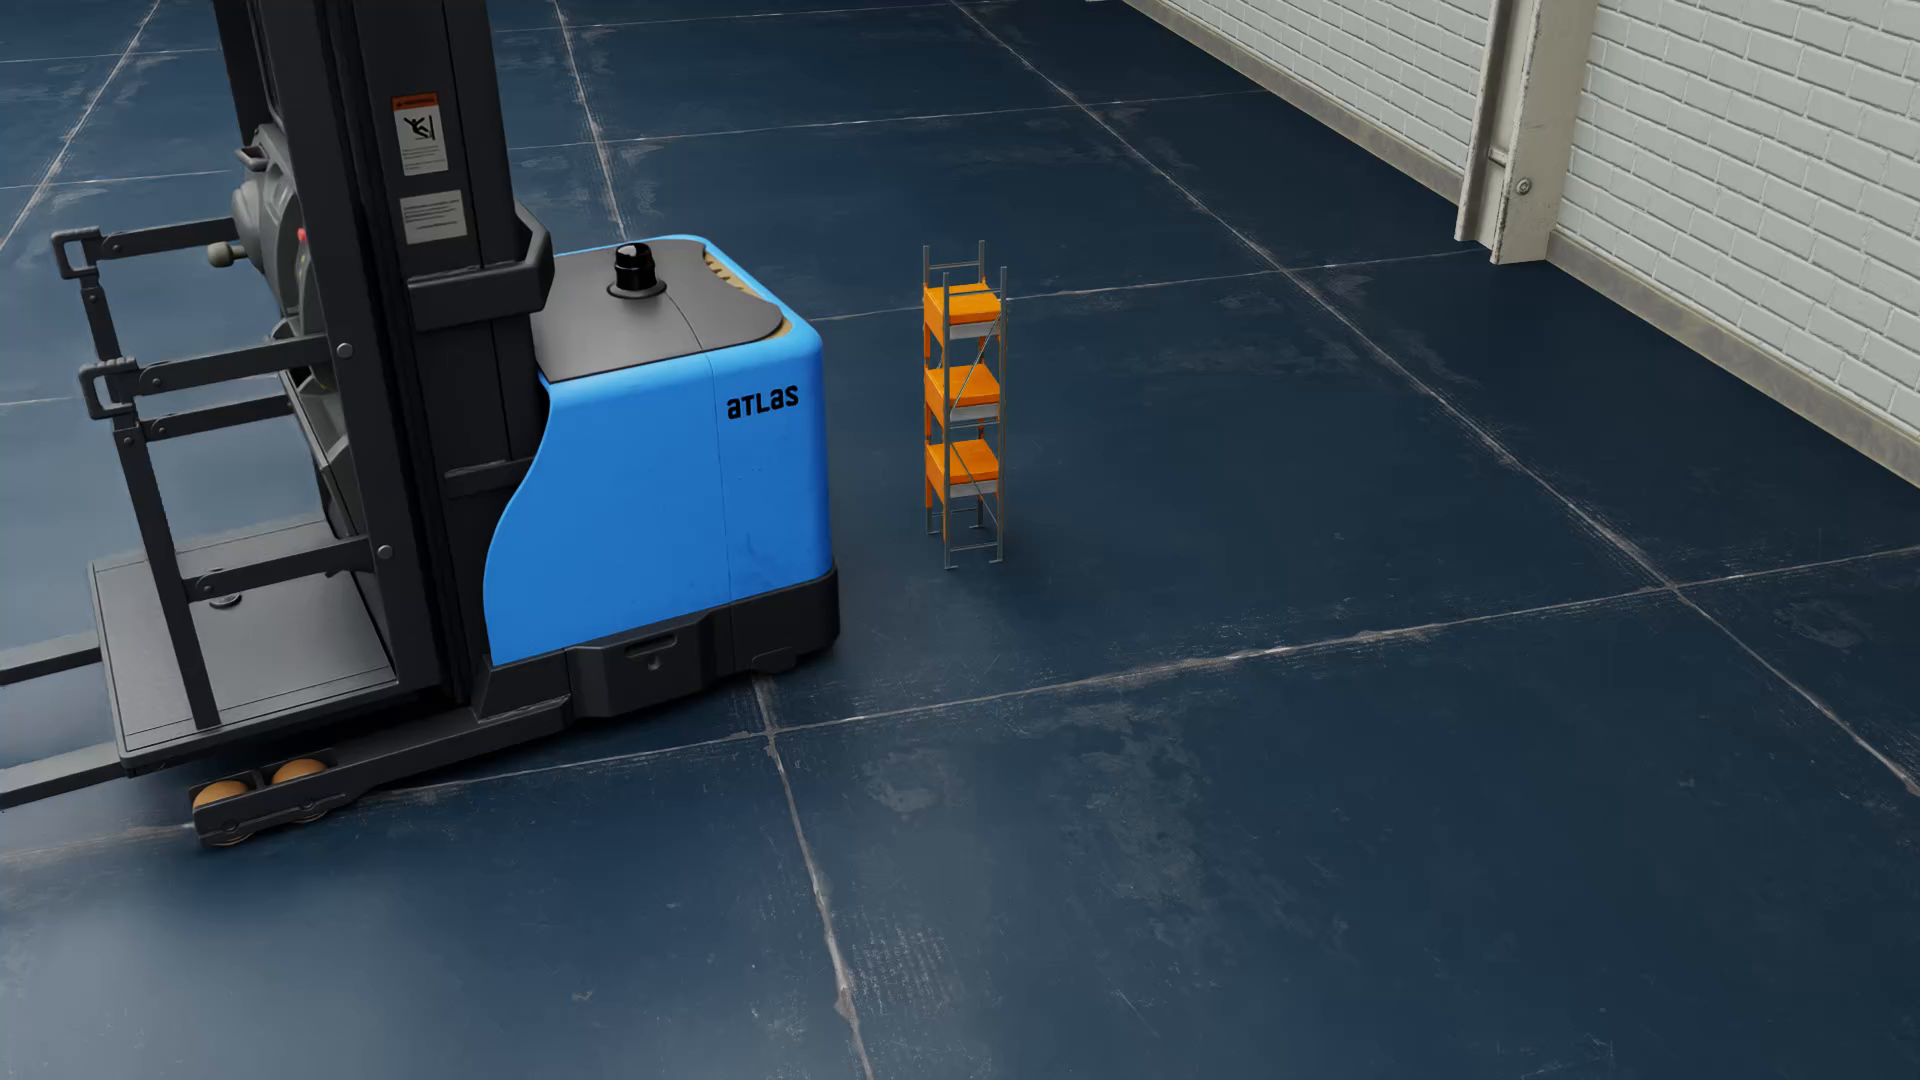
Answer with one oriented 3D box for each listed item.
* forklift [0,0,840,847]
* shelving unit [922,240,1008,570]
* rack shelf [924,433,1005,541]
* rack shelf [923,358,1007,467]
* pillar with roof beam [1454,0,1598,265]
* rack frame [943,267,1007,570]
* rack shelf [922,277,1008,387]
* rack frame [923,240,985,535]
[{"bbox_3d":[-1.912,-0.770,4.155,3.031,2.935,1.130,-15,33,-24],"label":"forklift"},{"bbox_3d":[0.014,-0.429,5.442,0.215,1.050,0.252,-8,31,-13],"label":"shelving unit"},{"bbox_3d":[0.014,-0.179,5.587,0.215,0.259,0.240,-8,31,-13],"label":"rack shelf"},{"bbox_3d":[0.014,-0.419,5.448,0.215,0.259,0.240,-8,31,-13],"label":"rack shelf"},{"bbox_3d":[-1.461,-4.773,5.013,9.100,9.000,0.400,-8,31,-13],"label":"pillar with roof beam"},{"bbox_3d":[0.047,-0.370,5.341,0.200,1.050,0.008,-8,31,-13],"label":"rack frame"},{"bbox_3d":[0.014,-0.665,5.306,0.215,0.259,0.240,-8,31,-13],"label":"rack shelf"},{"bbox_3d":[-0.018,-0.487,5.544,0.200,1.050,0.008,-8,31,-13],"label":"rack frame"}]
